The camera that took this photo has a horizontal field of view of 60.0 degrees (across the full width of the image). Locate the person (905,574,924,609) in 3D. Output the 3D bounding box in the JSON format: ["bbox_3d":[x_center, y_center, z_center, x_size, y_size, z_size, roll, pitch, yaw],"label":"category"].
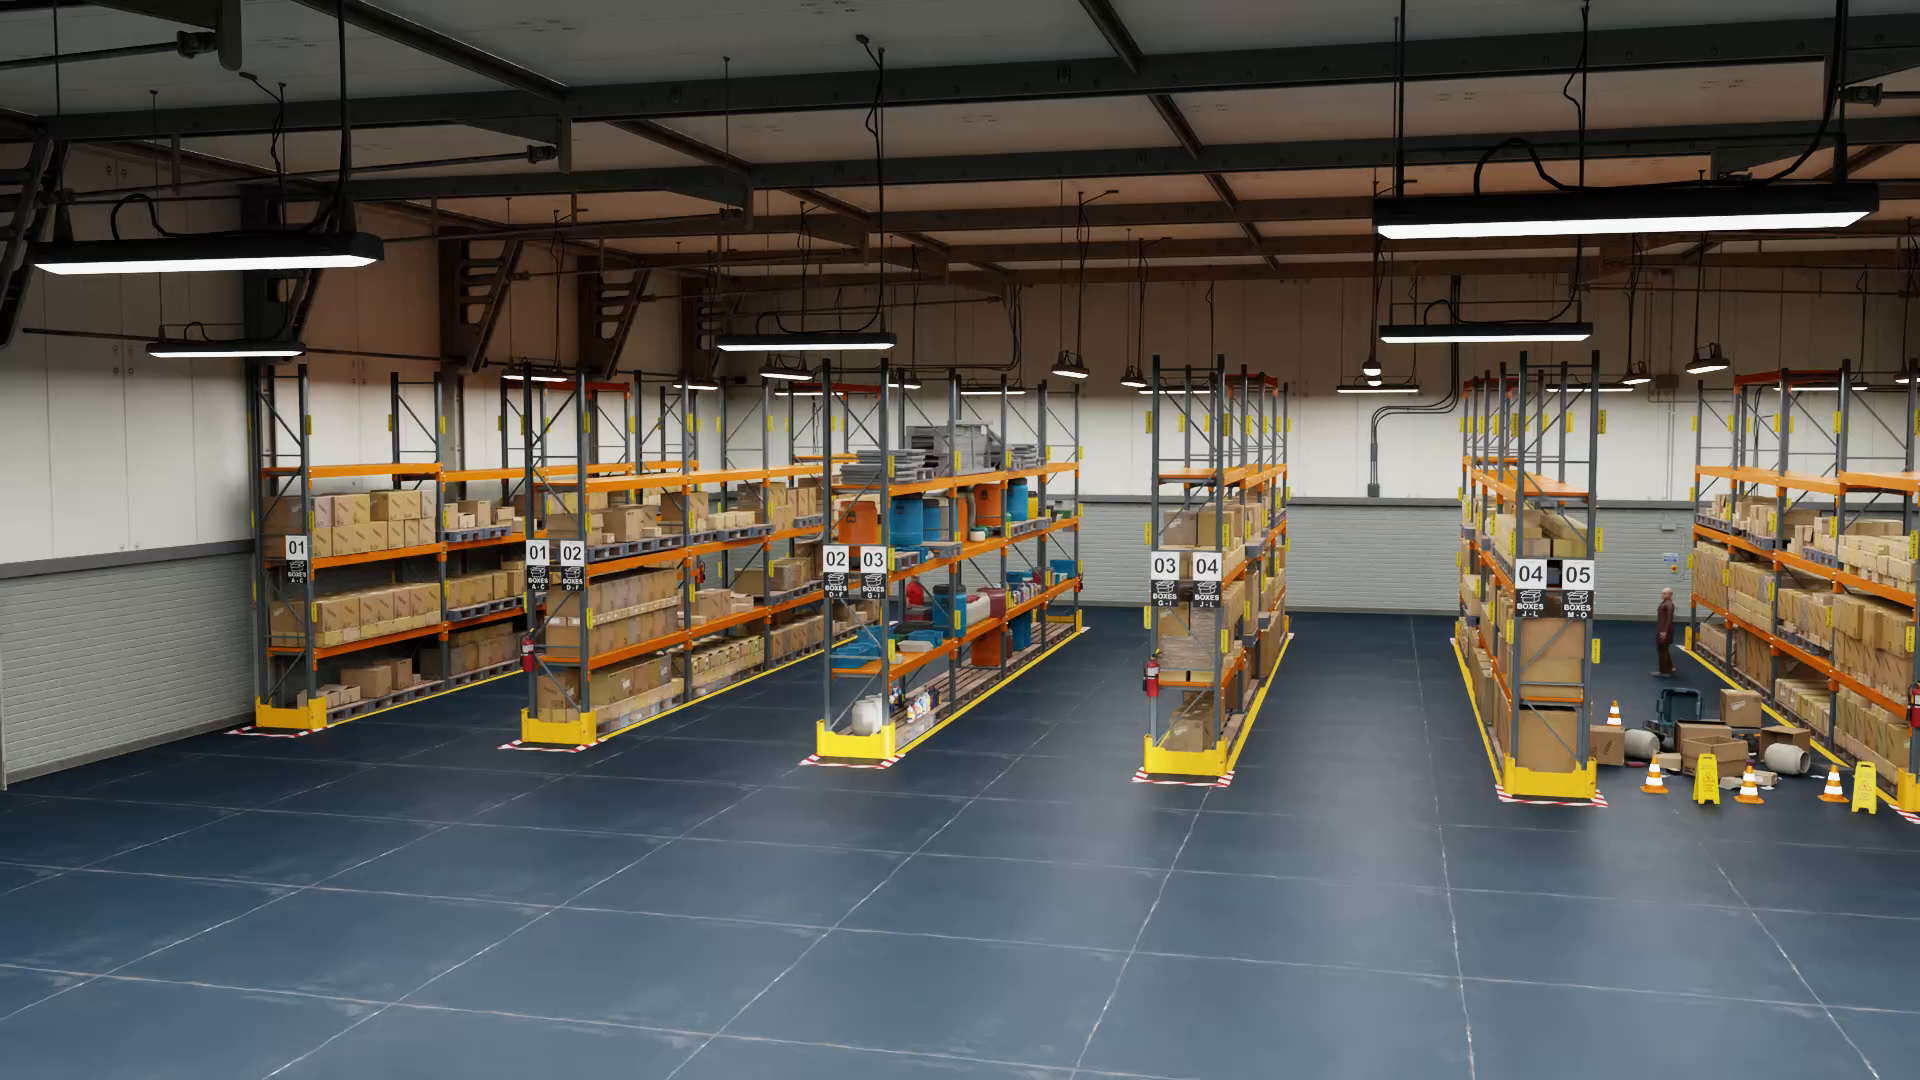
[{"bbox_3d":[-0.938,1.600,36.989,0.512,1.754,0.578,2,5,29],"label":"person"}]

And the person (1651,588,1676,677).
[{"bbox_3d":[14.025,1.847,33.127,0.455,1.804,0.603,3,5,40],"label":"person"}]
